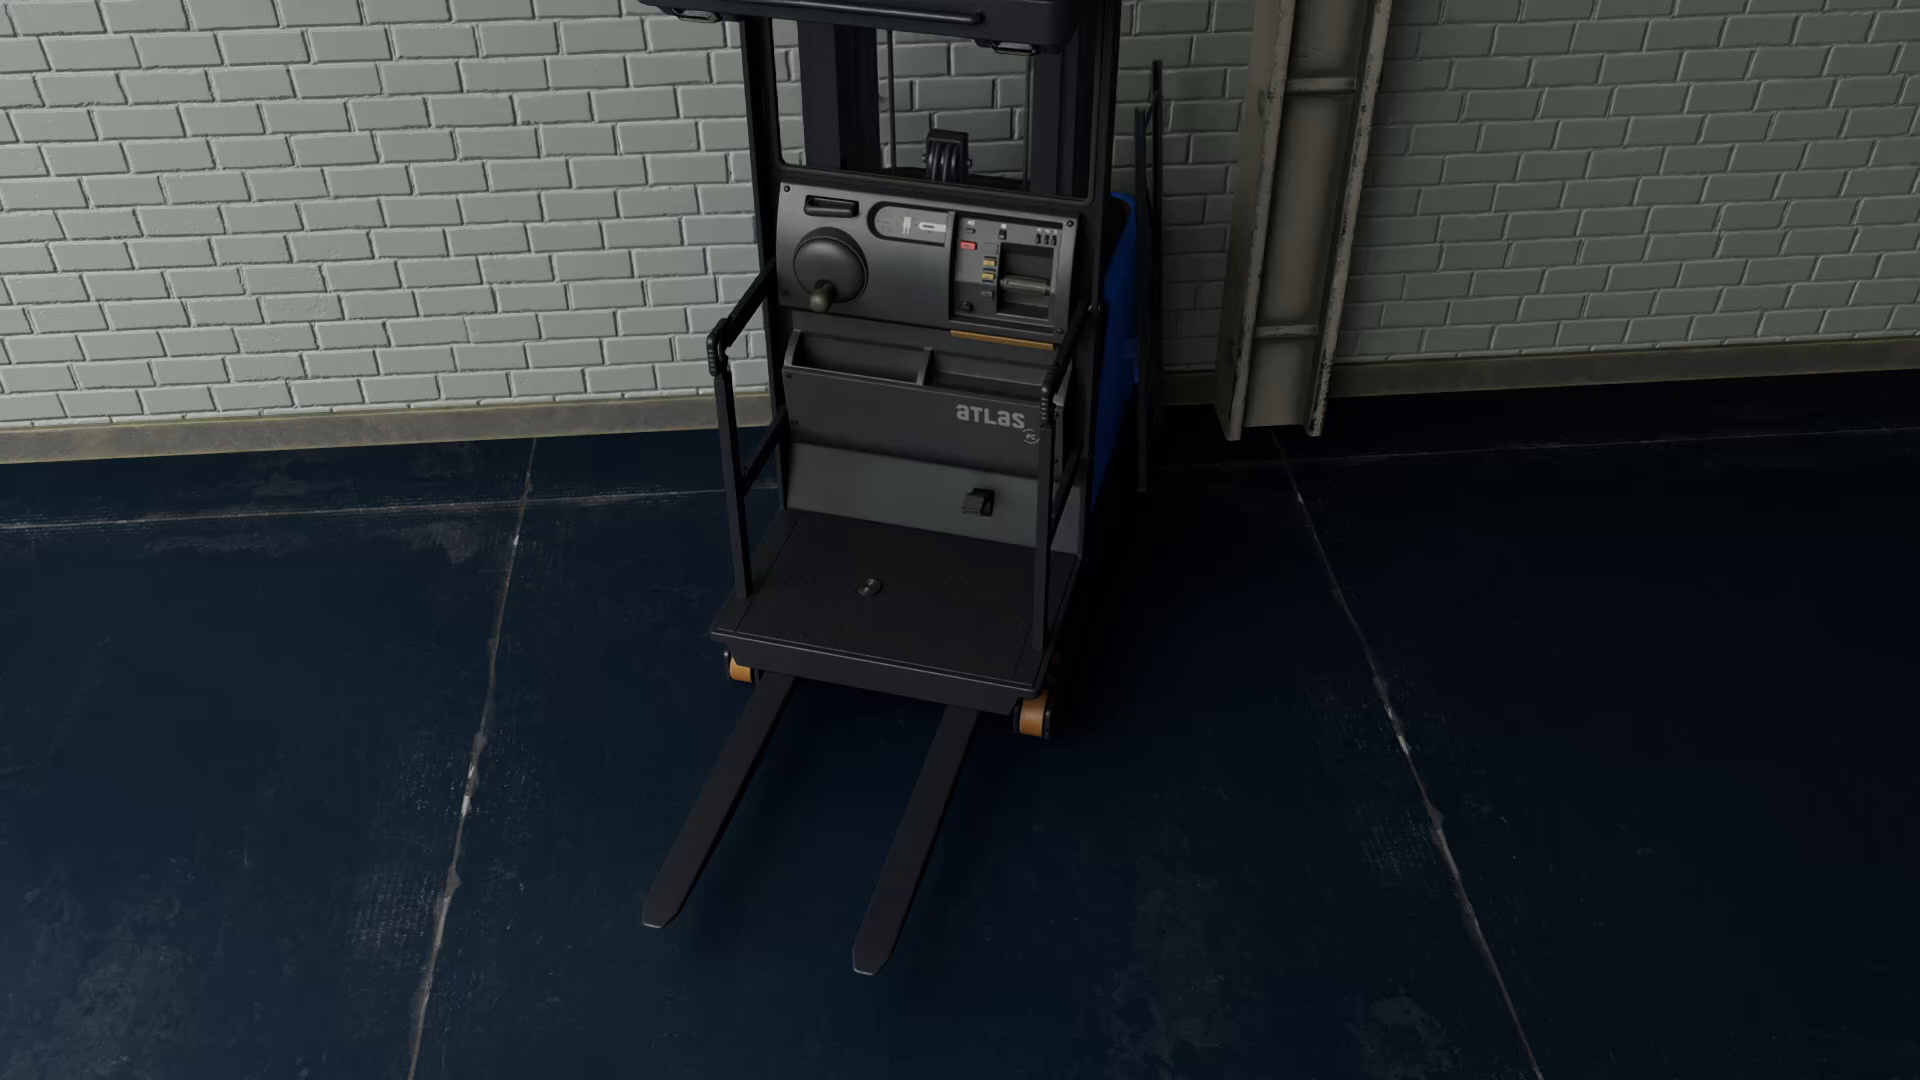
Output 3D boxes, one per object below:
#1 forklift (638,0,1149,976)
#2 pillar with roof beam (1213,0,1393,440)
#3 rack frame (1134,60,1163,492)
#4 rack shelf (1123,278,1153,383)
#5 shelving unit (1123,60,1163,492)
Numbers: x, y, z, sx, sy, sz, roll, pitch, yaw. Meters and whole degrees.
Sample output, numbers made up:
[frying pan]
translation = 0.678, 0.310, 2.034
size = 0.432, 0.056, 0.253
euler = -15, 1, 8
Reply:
[forklift]
translation = -0.161, -0.776, 4.868
size = 1.130, 2.935, 3.031
euler = 9, 39, 12
[pillar with roof beam]
translation = 1.651, -1.387, 0.743
size = 0.400, 9.000, 9.100
euler = -3, 38, -4
[rack frame]
translation = 0.698, -0.942, 6.114
size = 0.032, 1.500, 0.500
euler = 4, 36, 13
[rack shelf]
translation = 0.216, -0.830, 6.328
size = 1.000, 0.185, 0.538
euler = 4, 36, 13
[shelving unit]
translation = 0.204, -0.977, 6.226
size = 1.048, 1.500, 0.538
euler = 4, 36, 13
